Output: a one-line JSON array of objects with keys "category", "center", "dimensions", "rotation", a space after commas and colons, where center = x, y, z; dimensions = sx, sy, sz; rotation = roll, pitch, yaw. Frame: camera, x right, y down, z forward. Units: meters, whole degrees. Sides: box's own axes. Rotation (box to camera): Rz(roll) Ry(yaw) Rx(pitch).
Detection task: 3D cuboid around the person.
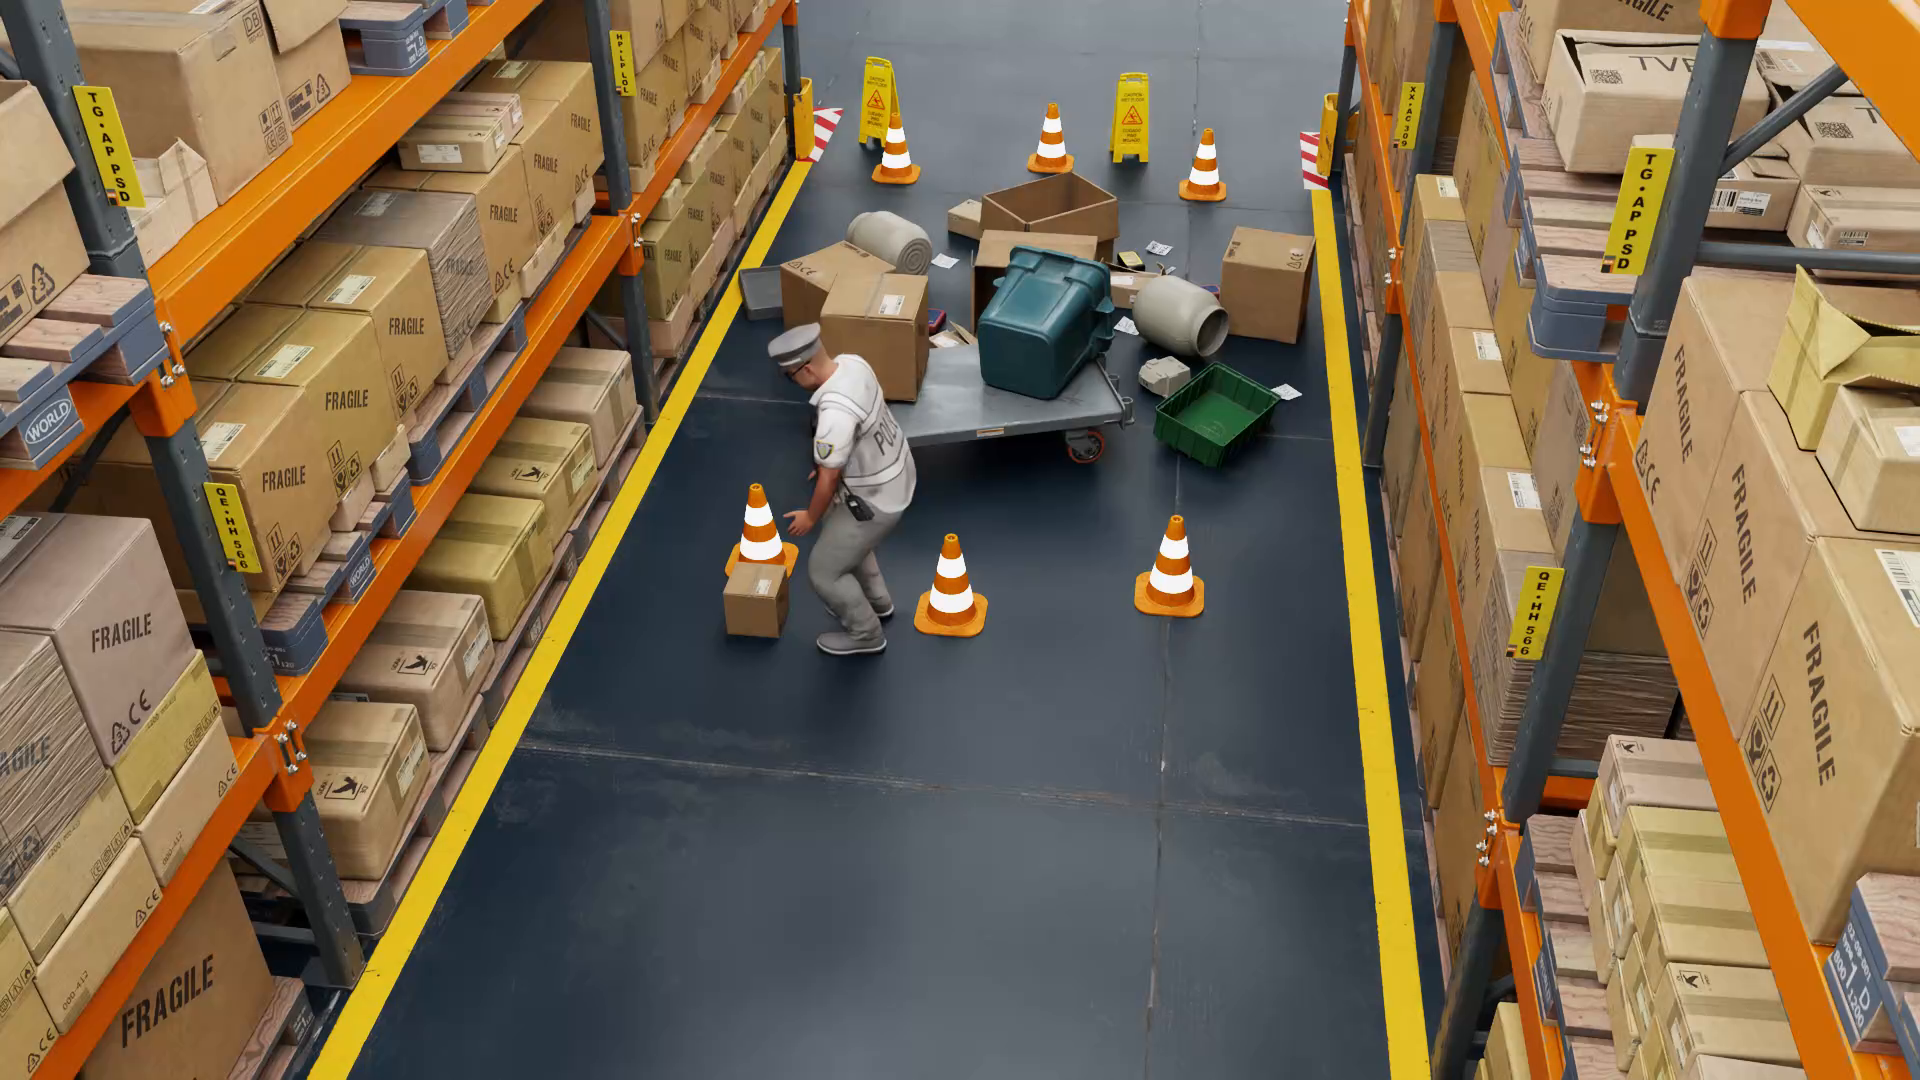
[{"category": "person", "center": [-0.510, -0.209, 7.440], "dimensions": [0.609, 1.629, 0.575], "rotation": [5, 36, 7]}]
